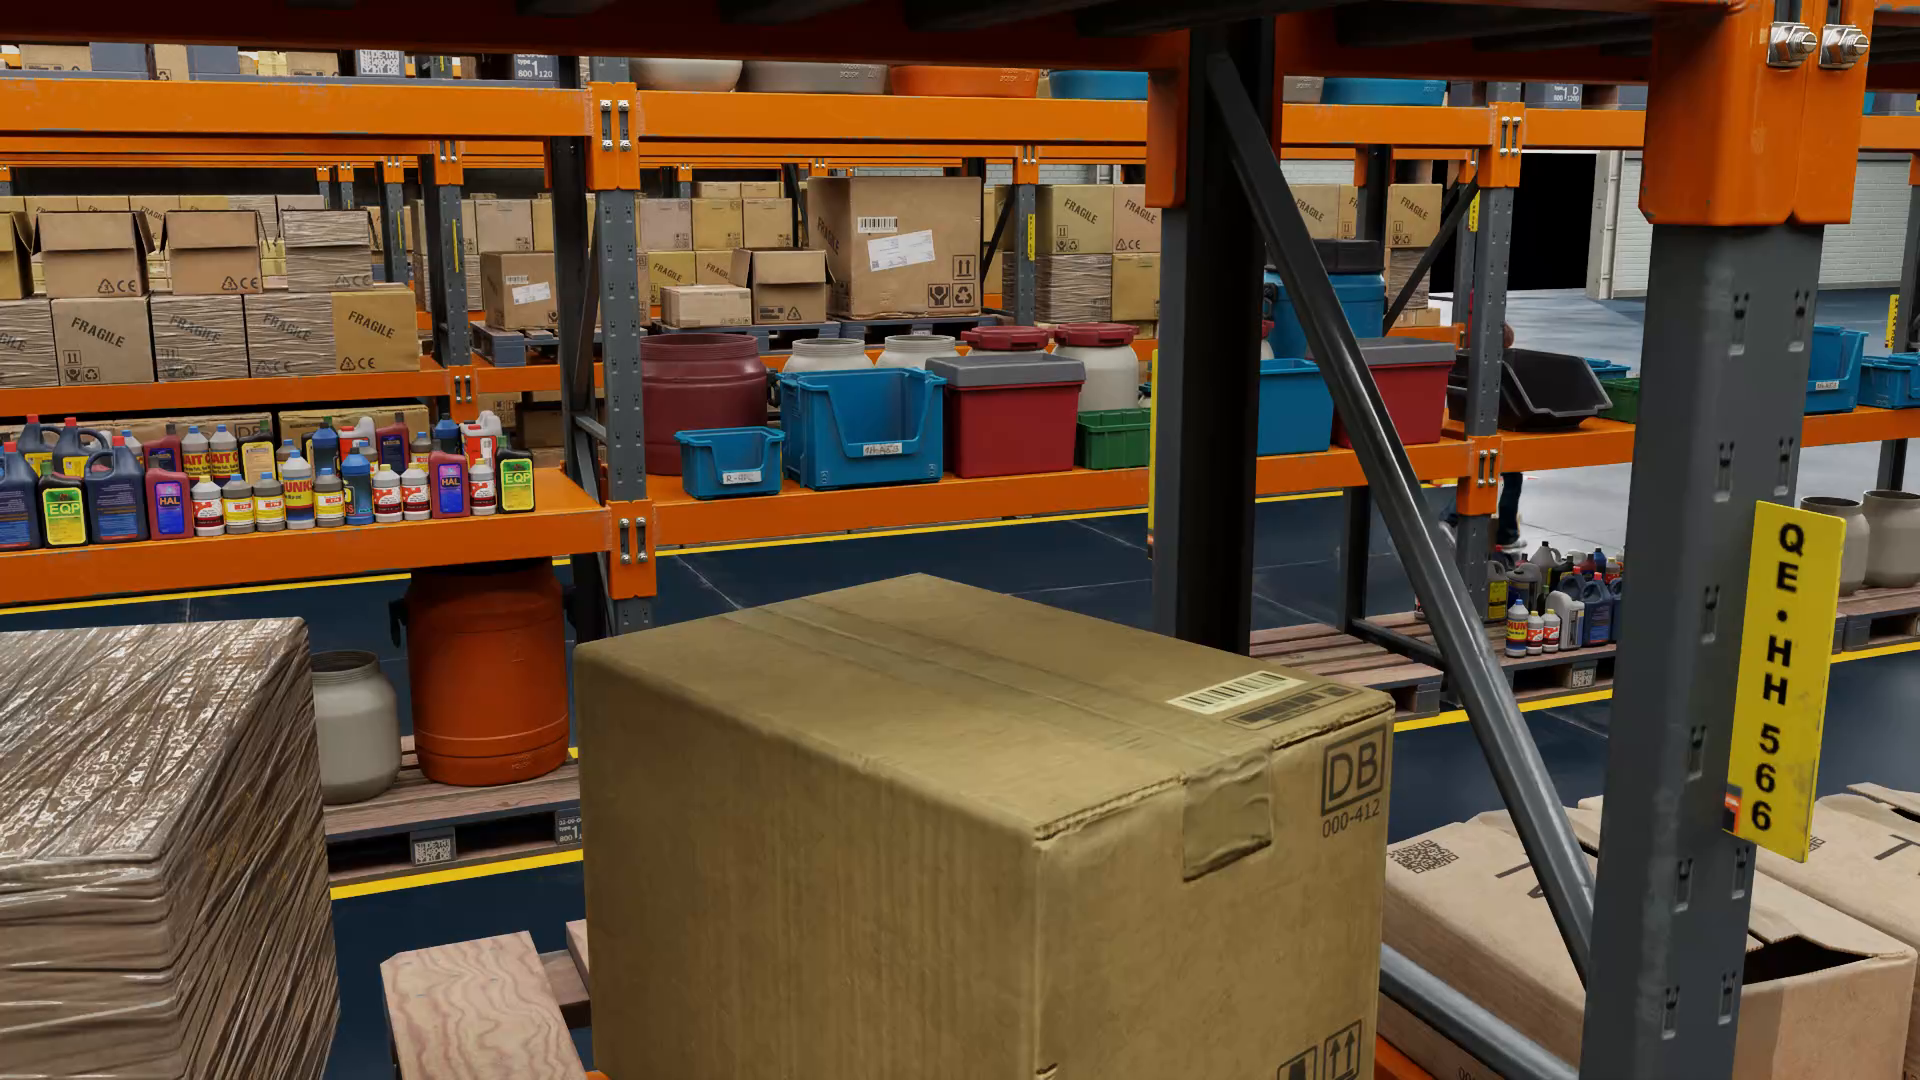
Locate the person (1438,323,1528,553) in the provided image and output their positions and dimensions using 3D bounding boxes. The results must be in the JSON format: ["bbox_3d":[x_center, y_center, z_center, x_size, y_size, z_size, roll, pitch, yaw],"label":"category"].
[{"bbox_3d":[3.492,-0.661,11.013,0.809,1.548,0.412,-9,15,-36],"label":"person"}]
